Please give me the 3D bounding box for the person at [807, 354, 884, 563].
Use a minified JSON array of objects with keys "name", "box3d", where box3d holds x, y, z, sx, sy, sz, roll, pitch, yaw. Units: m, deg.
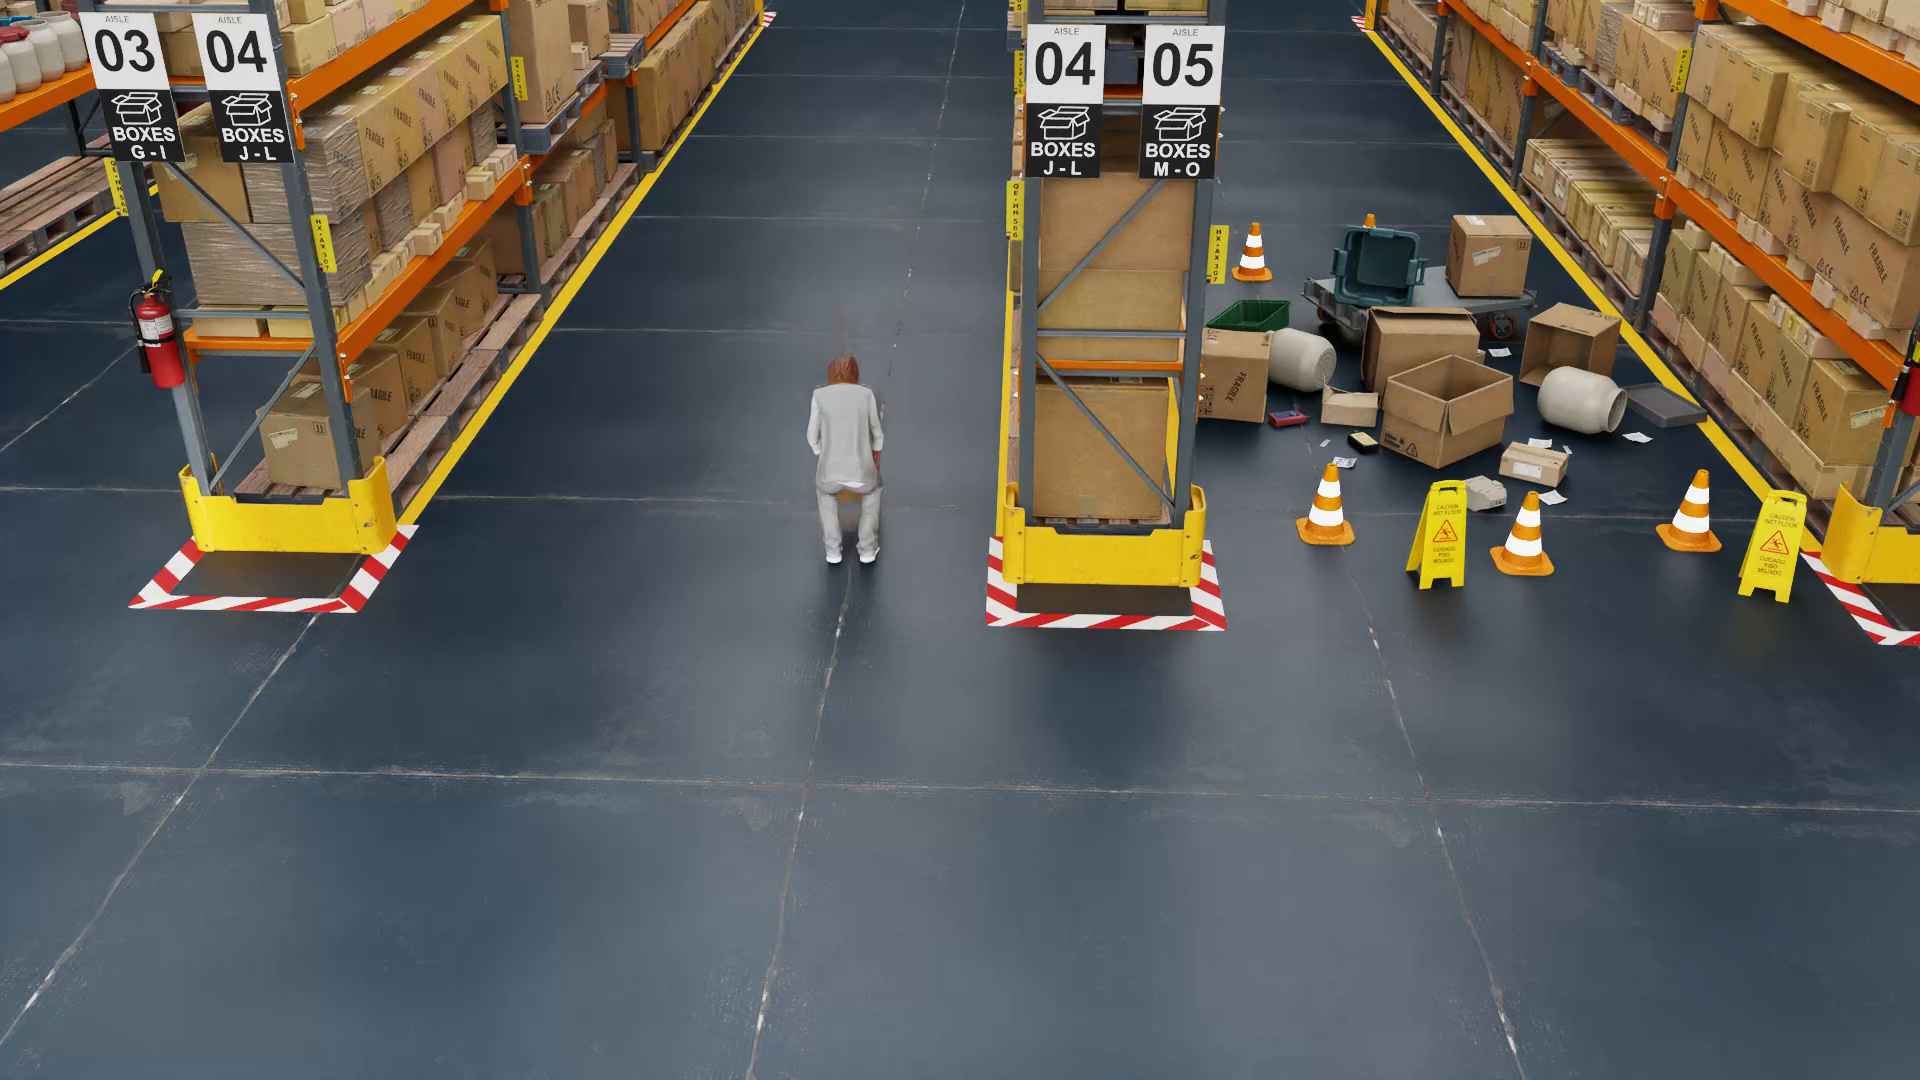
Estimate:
[{"name":"person","box3d":[-0.692,-0.443,9.903,0.462,1.175,0.710,1,28,2]}]
